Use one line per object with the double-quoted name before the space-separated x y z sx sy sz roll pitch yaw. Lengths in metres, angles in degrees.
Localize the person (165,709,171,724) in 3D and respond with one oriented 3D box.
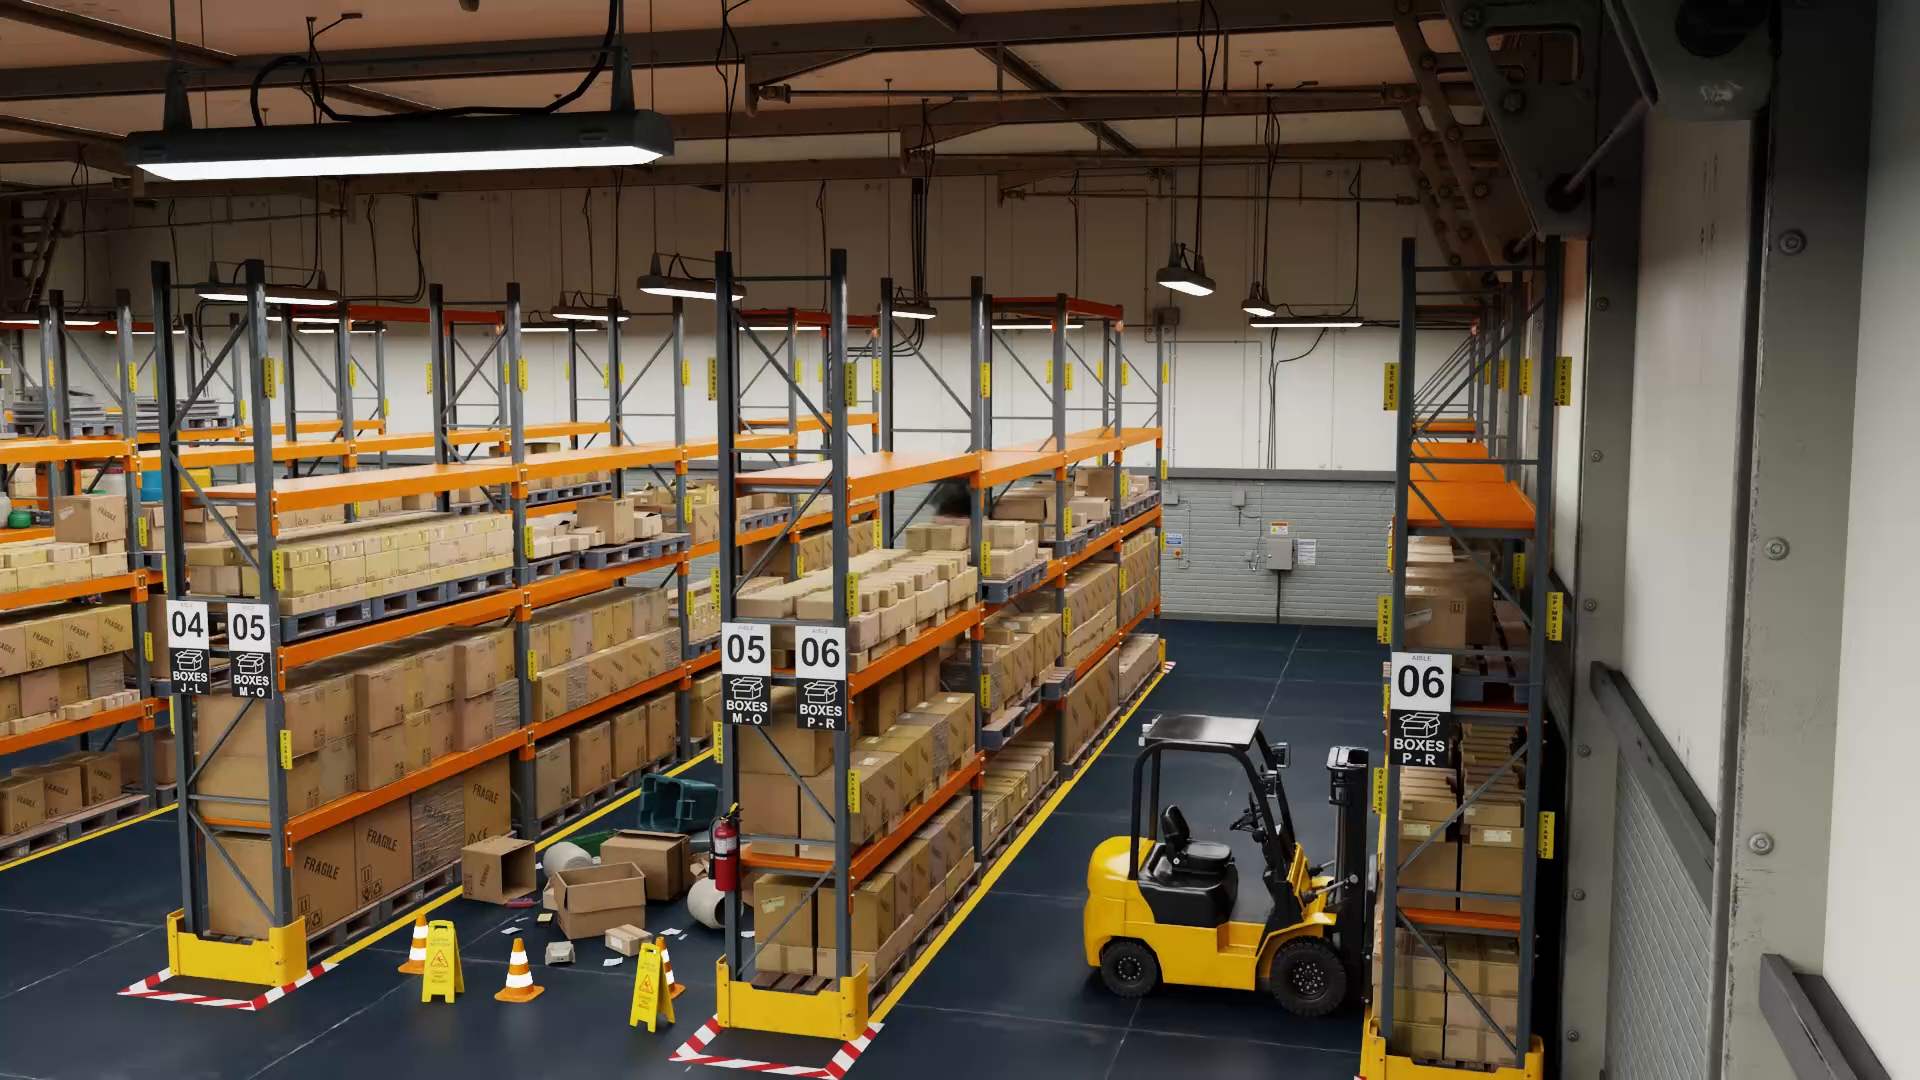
"person" -10.904 1.958 23.109 0.527 1.562 0.694 1 6 5
